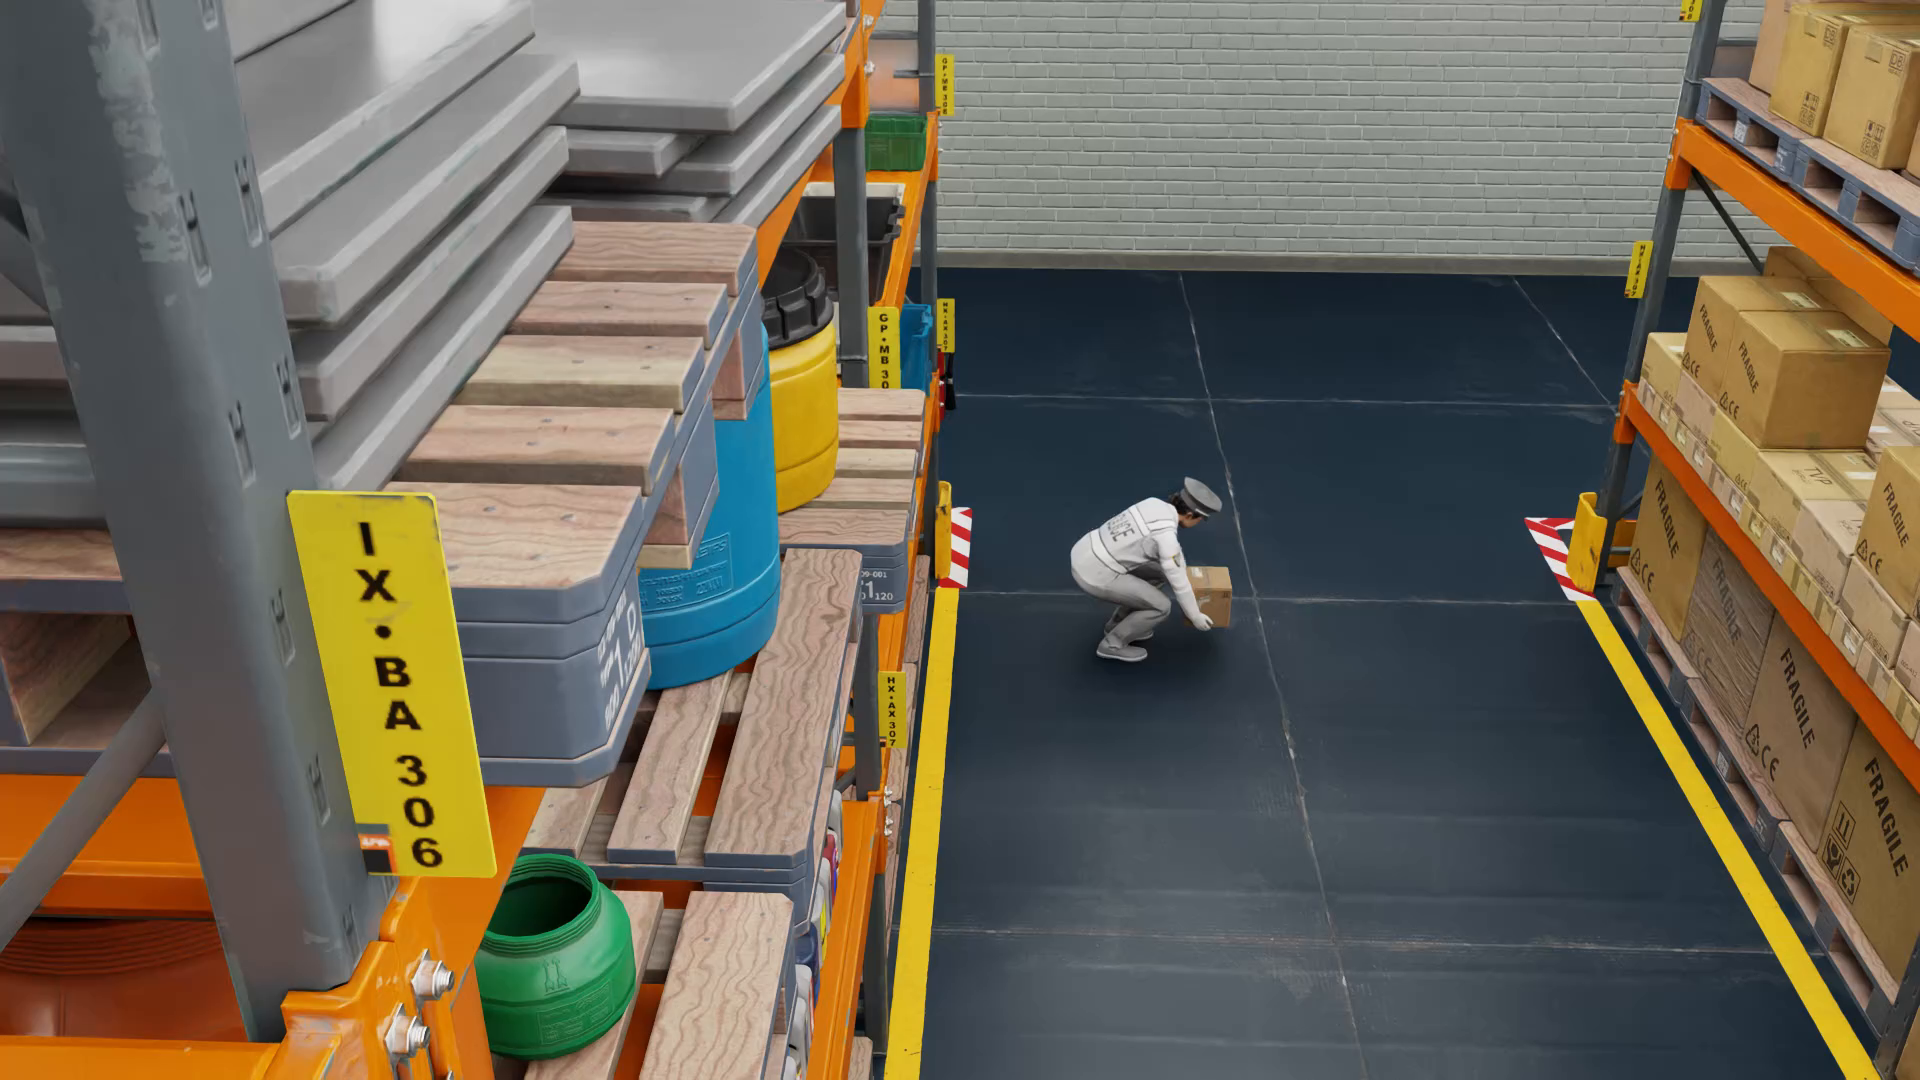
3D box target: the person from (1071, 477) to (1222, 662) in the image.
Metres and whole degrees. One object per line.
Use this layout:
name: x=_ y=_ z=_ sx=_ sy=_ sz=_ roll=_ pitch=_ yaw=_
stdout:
person: x=1.026 y=0.143 z=9.266 sx=0.819 sy=1.020 sz=0.498 roll=1 pitch=28 yaw=2
